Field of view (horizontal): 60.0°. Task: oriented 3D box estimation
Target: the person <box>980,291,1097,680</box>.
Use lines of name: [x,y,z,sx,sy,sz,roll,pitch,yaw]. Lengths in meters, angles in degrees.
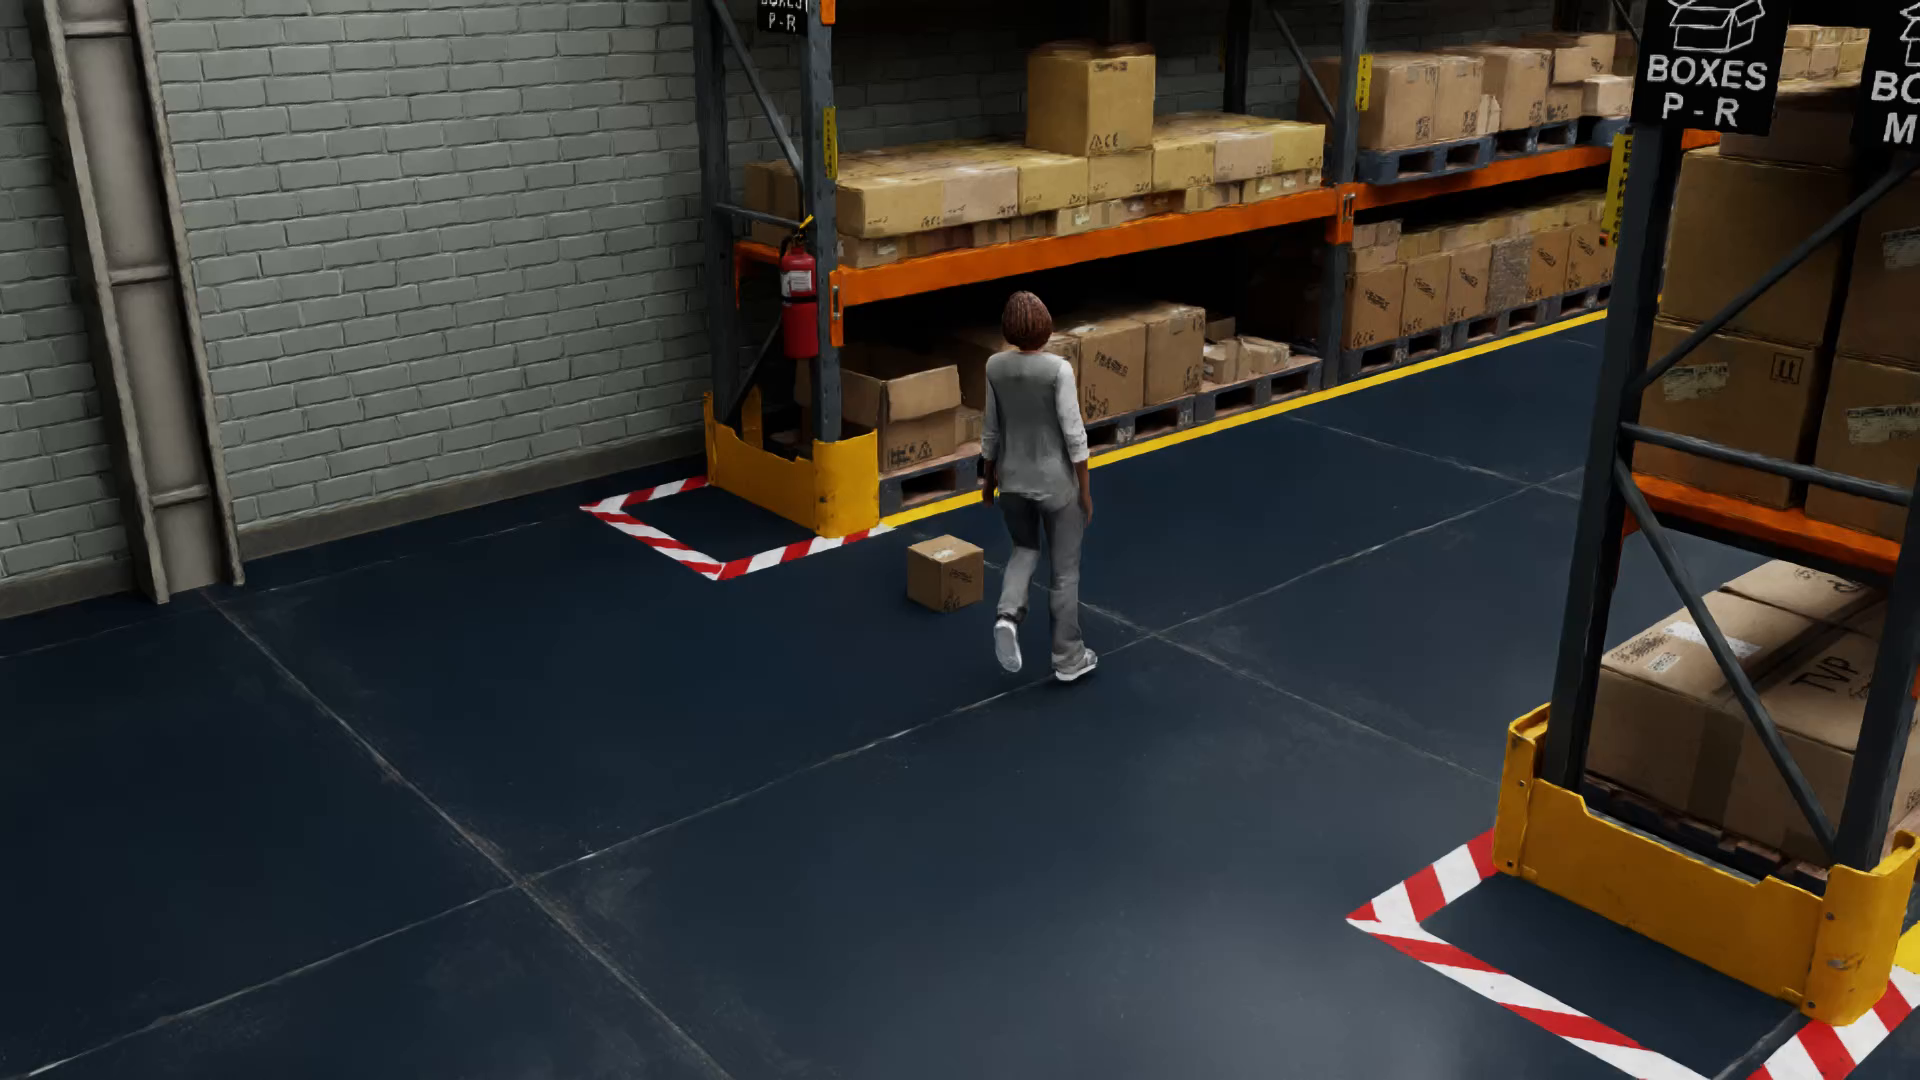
person: [0.280,-0.187,6.544,0.498,1.583,0.499,11,24,26]
